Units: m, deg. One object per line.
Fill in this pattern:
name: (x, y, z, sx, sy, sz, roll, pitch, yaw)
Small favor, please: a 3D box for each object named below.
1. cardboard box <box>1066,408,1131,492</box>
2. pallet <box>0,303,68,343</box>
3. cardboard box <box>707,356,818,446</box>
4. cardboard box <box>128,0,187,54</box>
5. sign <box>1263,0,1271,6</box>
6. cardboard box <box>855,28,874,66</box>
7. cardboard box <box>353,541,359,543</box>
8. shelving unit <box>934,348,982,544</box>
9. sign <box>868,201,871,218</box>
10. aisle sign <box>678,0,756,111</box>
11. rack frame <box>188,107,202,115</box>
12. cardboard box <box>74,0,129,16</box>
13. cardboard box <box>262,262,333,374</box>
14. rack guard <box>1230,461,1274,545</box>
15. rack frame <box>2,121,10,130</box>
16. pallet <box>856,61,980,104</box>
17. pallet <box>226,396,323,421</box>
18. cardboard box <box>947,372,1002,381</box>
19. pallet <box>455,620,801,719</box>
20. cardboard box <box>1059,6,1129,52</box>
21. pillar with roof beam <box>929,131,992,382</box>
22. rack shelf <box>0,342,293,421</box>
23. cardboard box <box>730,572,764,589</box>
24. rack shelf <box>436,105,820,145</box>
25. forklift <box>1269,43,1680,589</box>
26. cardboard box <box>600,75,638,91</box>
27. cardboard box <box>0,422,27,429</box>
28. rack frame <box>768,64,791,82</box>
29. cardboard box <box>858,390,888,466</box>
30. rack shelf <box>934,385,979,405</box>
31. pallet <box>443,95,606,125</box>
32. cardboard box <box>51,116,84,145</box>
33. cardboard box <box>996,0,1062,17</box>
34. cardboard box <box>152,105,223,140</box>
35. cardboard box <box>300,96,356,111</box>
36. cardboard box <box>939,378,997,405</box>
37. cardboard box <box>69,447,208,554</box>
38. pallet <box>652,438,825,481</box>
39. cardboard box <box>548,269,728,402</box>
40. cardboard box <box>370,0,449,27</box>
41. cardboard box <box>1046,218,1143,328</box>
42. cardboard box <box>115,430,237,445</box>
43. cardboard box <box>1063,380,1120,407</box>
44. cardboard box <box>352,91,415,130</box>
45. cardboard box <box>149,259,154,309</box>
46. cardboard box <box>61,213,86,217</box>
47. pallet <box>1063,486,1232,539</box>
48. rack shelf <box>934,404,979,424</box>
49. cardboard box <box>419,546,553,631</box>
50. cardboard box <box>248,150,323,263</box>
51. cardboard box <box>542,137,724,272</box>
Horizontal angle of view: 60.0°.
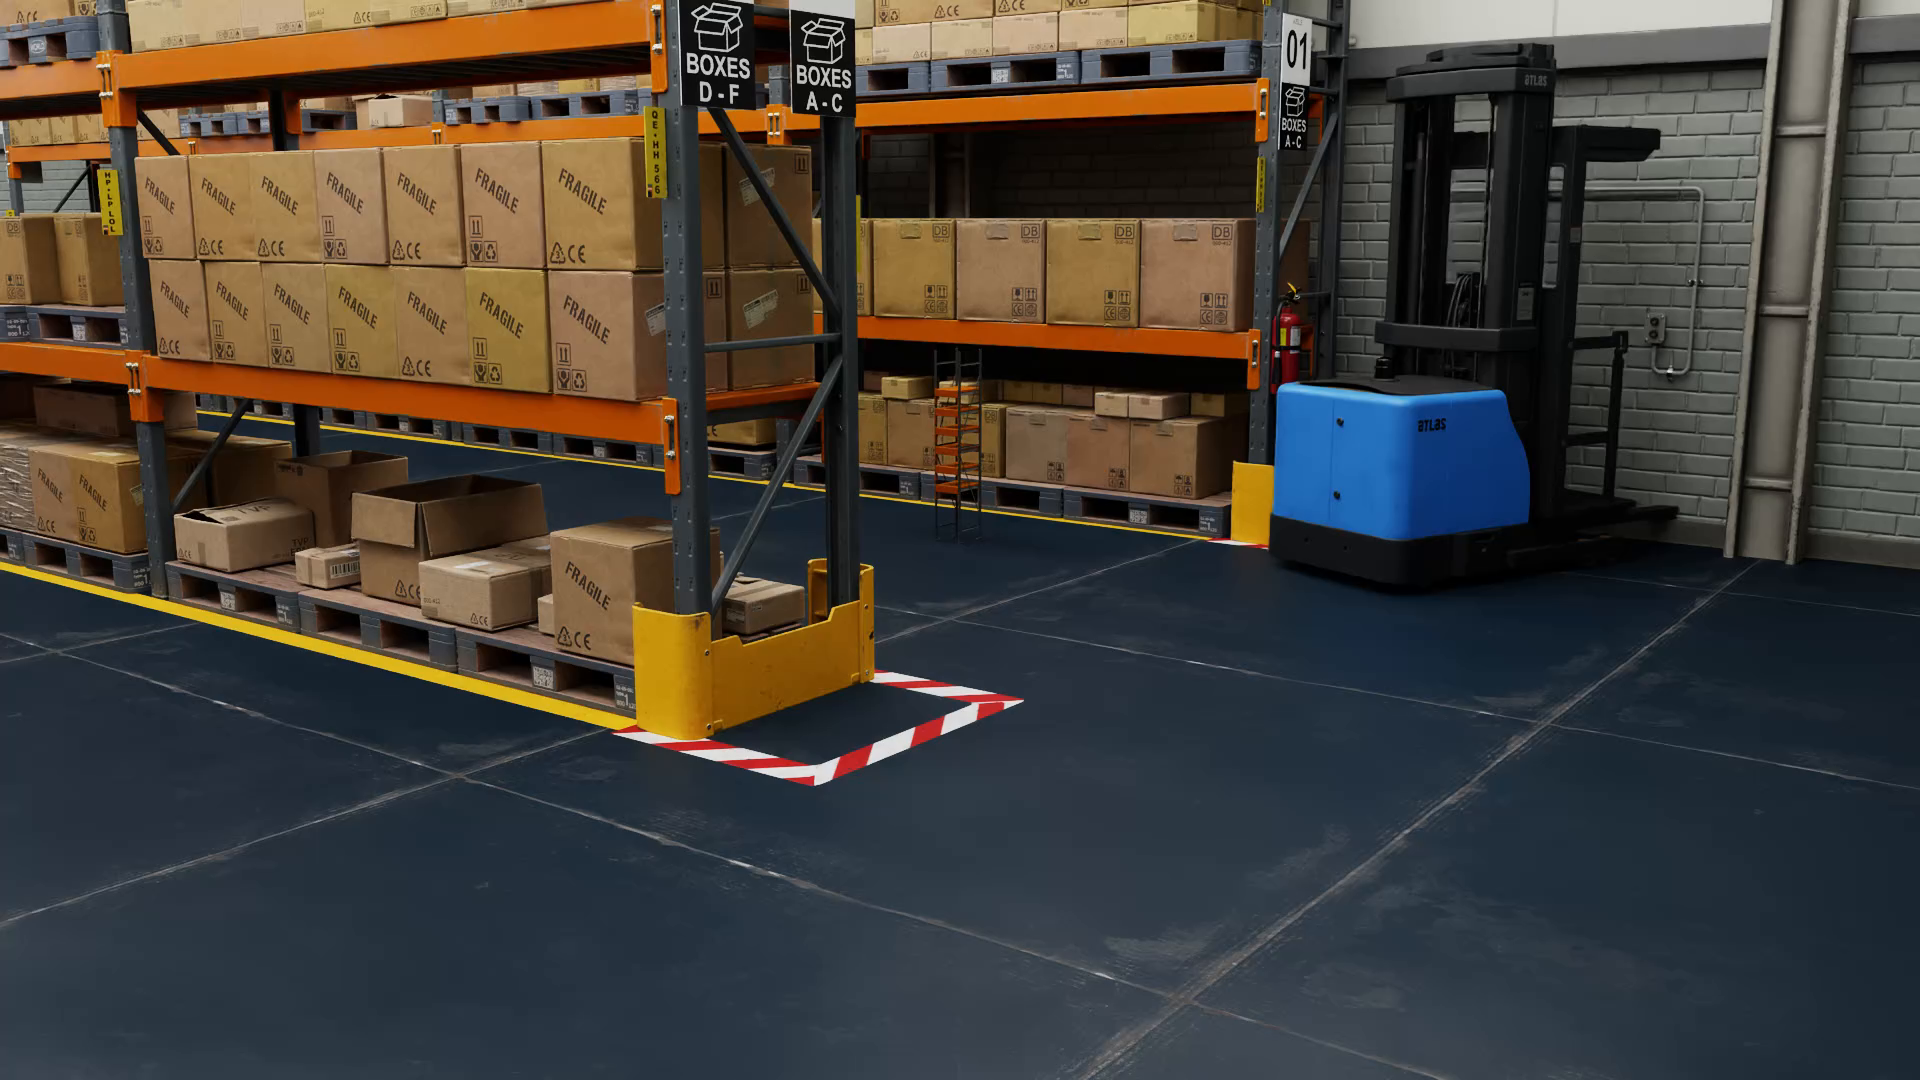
cardboard box: (1.127, -0.642, 11.429, 0.500, 0.500, 0.700, 8, 13, 35)
pallet: (-5.653, -1.372, 10.231, 1.213, 0.211, 1.003, 8, 13, 36)
cardboard box: (-1.671, -1.198, 13.376, 0.750, 0.750, 0.750, 8, 14, 36)
cardboard box: (-3.754, -2.541, 8.266, 0.500, 0.250, 0.500, 8, 13, 36)
sign: (1.821, -3.331, 9.830, 0.005, 0.325, 0.100, 8, 13, 36)
cardboard box: (-0.670, -3.530, 12.007, 0.500, 0.250, 0.500, 8, 13, 35)
cardboard box: (-3.035, 0.002, 8.967, 0.250, 0.149, 0.380, 8, 13, 36)
shelving unit: (-0.012, -0.591, 10.424, 0.189, 1.200, 0.258, 8, 13, 36)
sign: (-0.743, -2.543, 13.288, 0.005, 0.325, 0.100, 8, 13, 36)
aisle sign: (-0.902, -2.007, 6.162, 0.004, 0.787, 0.394, 8, 13, 36)
rack frame: (-7.519, -5.838, 17.017, 0.127, 3.000, 1.000, 8, 13, 36)
cardboard box: (-4.362, -3.080, 9.022, 0.600, 0.600, 0.600, 6, 13, 30)
cardboard box: (-2.934, -1.071, 7.906, 0.500, 0.500, 0.500, 8, 13, 35)
rack guard: (2.173, -0.314, 10.836, 0.348, 0.500, 1.175, 8, 13, 36)
rack frame: (-10.743, -6.288, 19.341, 0.127, 3.000, 1.000, 8, 13, 36)
pallet: (-0.417, -3.329, 12.177, 1.213, 0.211, 1.003, 8, 13, 36)
pallet: (-6.890, -1.437, 17.400, 1.213, 0.211, 1.003, 8, 13, 36)
cardboard box: (0.111, -1.149, 12.342, 0.250, 0.149, 0.380, 7, 13, 34)
pallet: (-1.480, 0.486, 7.462, 1.213, 0.211, 1.003, 8, 13, 36)
cardboard box: (0.986, -3.298, 10.810, 0.500, 0.250, 0.500, 7, 13, 33)
pillar with roof beam: (-2.542, -4.334, 9.239, 0.400, 9.000, 9.100, 8, 13, 36)
rack shelf: (-5.612, -1.106, 10.246, 4.000, 0.370, 1.077, 8, 13, 36)
cardboard box: (-1.111, 0.262, 7.579, 0.250, 0.166, 0.380, 8, 13, 36)
rack shelf: (-2.683, -3.338, 13.883, 4.000, 0.370, 1.077, 8, 13, 36)
forklift: (3.325, -1.361, 9.846, 3.031, 2.935, 1.130, -7, 13, -32)
cardboard box: (-2.567, -3.966, 13.814, 0.500, 0.500, 0.700, 8, 13, 35)
cardboard box: (-6.199, -0.463, 10.449, 0.500, 0.500, 0.500, 8, 13, 35)
rack frame: (-1.070, -4.939, 12.367, 0.127, 3.000, 1.000, 8, 13, 36)
cardboard box: (-0.528, -0.873, 12.619, 0.500, 0.500, 0.700, 8, 14, 36)
rack shelf: (-0.012, -0.901, 10.364, 0.180, 0.103, 0.258, 8, 13, 36)
pallet: (-3.744, -3.759, 14.663, 1.003, 0.211, 1.213, 9, 14, 38)
cardboard box: (-9.788, -4.675, 18.584, 0.500, 0.500, 0.500, 9, 14, 38)
cardboard box: (0.580, -3.722, 11.027, 0.500, 0.500, 0.500, 7, 13, 33)
cardboard box: (-8.074, -4.444, 17.389, 0.500, 0.500, 0.500, 8, 14, 37)
cardboard box: (-6.131, -4.409, 16.154, 0.500, 0.500, 0.500, 7, 13, 34)
cardboard box: (0.060, -1.066, 11.911, 0.250, 0.149, 0.380, 7, 13, 34)
cardboard box: (-4.567, -0.235, 9.271, 0.500, 0.500, 0.500, 8, 13, 35)
pallet: (-1.737, -0.700, 13.591, 1.213, 0.211, 1.003, 8, 13, 36)
cardboard box: (-1.298, -0.843, 6.726, 0.500, 0.500, 0.500, 8, 14, 37)
cardboard box: (-2.153, -2.314, 7.089, 0.500, 0.250, 0.500, 8, 13, 36)
cardboard box: (1.144, -1.827, 11.287, 0.700, 0.700, 0.980, 8, 13, 35)
cardboard box: (-4.682, -0.374, 9.986, 0.500, 0.500, 0.500, 8, 14, 36)
cardboard box: (0.934, -1.035, 11.749, 0.250, 0.149, 0.380, 8, 14, 36)
cardboard box: (-5.285, -4.136, 15.792, 0.637, 0.503, 0.797, 11, 15, 43)
cardboard box: (-4.249, -1.578, 9.418, 0.500, 0.500, 0.700, 3, 11, 16)
cardboard box: (-9.730, -3.431, 18.736, 0.500, 0.500, 0.500, 7, 13, 34)
pallet: (1.463, -0.253, 11.280, 1.213, 0.211, 1.003, 8, 13, 36)
rack shelf: (-0.012, -0.783, 10.387, 0.180, 0.103, 0.258, 8, 13, 36)
cardboard box: (-2.108, 0.214, 7.607, 0.500, 0.250, 0.500, 8, 13, 36)
cardboard box: (-2.956, -1.563, 7.816, 0.500, 0.500, 0.500, 7, 13, 34)
cardboard box: (-1.297, -1.333, 6.627, 0.500, 0.500, 0.500, 8, 13, 35)
